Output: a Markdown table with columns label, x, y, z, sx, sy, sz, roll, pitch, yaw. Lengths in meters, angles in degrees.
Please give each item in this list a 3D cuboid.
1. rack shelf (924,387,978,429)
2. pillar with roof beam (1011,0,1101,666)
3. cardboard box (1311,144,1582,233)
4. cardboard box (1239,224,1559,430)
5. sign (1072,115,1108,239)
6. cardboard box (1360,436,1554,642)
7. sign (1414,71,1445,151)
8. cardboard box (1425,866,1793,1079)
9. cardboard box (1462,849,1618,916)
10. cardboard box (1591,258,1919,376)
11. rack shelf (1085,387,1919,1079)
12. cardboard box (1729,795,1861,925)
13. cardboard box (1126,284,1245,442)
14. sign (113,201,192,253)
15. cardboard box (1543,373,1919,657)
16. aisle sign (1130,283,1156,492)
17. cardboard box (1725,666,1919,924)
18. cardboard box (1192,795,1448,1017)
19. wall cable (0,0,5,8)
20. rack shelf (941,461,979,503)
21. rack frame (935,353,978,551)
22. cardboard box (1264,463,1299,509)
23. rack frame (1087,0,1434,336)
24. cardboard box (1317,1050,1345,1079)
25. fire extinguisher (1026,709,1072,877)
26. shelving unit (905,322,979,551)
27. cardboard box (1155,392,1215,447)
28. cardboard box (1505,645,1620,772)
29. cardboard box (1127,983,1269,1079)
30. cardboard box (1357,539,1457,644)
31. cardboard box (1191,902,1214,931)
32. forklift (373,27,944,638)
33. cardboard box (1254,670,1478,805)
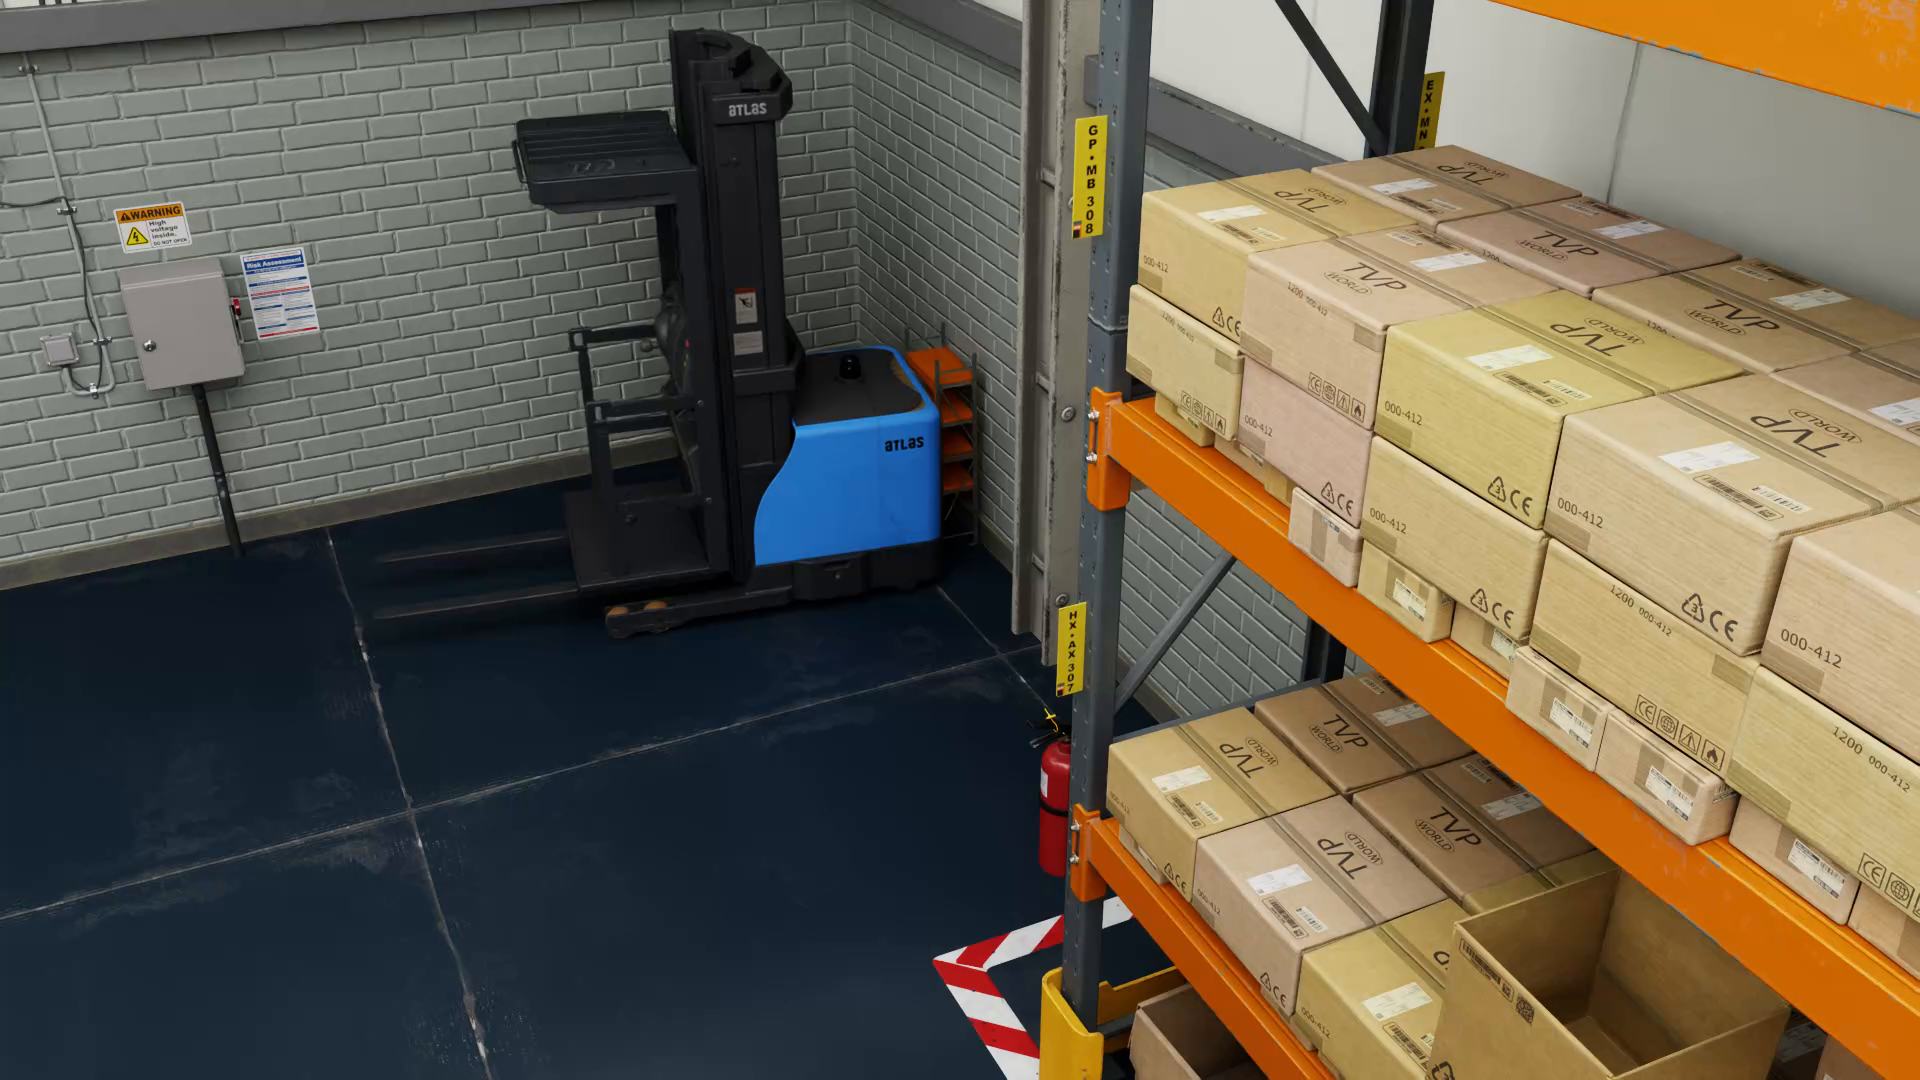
| label | x | y | z | sx | sy | sz | roll | pitch | yaw |
| --- | --- | --- | --- | --- | --- | --- | --- | --- | --- |
| rack shelf | -0.105 | -0.727 | 9.497 | 0.258 | 0.148 | 0.480 | -11 | 31 | -18 |
| pillar with roof beam | -3.392 | -2.487 | 4.984 | 9.100 | 9.000 | 0.400 | -13 | 32 | -22 |
| cardboard box | 1.283 | -0.847 | 4.464 | 0.500 | 0.250 | 0.500 | -14 | 32 | -23 |
| cardboard box | 1.005 | -0.507 | 3.858 | 0.500 | 0.250 | 0.500 | -13 | 32 | -22 |
| sign | 0.350 | -0.969 | 4.451 | 0.100 | 0.325 | 0.005 | -13 | 32 | -22 |
| cardboard box | 1.229 | -0.064 | 3.580 | 0.500 | 0.250 | 0.500 | -14 | 32 | -23 |
| sign | 1.349 | -1.196 | 4.843 | 0.100 | 0.325 | 0.005 | -13 | 32 | -22 |
| cardboard box | 1.435 | 1.135 | 3.742 | 0.500 | 0.500 | 0.500 | -12 | 32 | -21 |
| cardboard box | 1.705 | 1.137 | 4.504 | 0.500 | 0.250 | 0.500 | -12 | 31 | -20 |
| cardboard box | 1.736 | -0.391 | 3.652 | 0.500 | 0.250 | 0.500 | -13 | 32 | -21 |
| rack shelf | 1.698 | 0.495 | 3.468 | 1.077 | 0.370 | 4.000 | -13 | 32 | -22 |
| cardboard box | 1.623 | 0.505 | 2.973 | 0.380 | 0.149 | 0.250 | -13 | 32 | -21 |
| cardboard box | 0.783 | -0.513 | 4.380 | 0.500 | 0.250 | 0.500 | -13 | 32 | -23 |
| sign | -4.263 | -1.652 | 8.785 | 0.339 | 0.242 | 0.001 | -13 | 32 | -22 |
| cardboard box | 1.461 | -0.065 | 3.070 | 0.500 | 0.250 | 0.500 | -12 | 32 | -21 |
| aisle sign | 0.545 | -0.496 | 4.910 | 0.394 | 0.787 | 0.004 | -13 | 32 | -22 |
| cardboard box | 1.681 | 0.384 | 2.781 | 0.500 | 0.250 | 0.500 | -12 | 32 | -21 |
| cardboard box | 1.008 | 1.022 | 4.710 | 0.500 | 0.250 | 0.500 | -13 | 32 | -21 |
| wall cable | -5.658 | -3.577 | 6.928 | 2.355 | 3.000 | 0.029 | -13 | 32 | -22 |
| rack shelf | -0.099 | -0.360 | 9.705 | 0.258 | 0.148 | 0.480 | -11 | 31 | -18 |
| rack frame | -0.015 | -0.480 | 9.376 | 0.240 | 1.200 | 0.015 | -11 | 31 | -18 |
| cardboard box | 0.997 | -0.175 | 4.186 | 0.380 | 0.149 | 0.250 | -13 | 32 | -22 |
| rack frame | 0.840 | -2.010 | 4.134 | 1.000 | 3.000 | 0.127 | -13 | 32 | -22 |
| cardboard box | 1.200 | 1.371 | 4.495 | 0.380 | 0.149 | 0.250 | -13 | 32 | -21 |
| fire extinguisher | 0.359 | 0.835 | 5.655 | 0.296 | 0.674 | 0.183 | -13 | 32 | -22 |
| shelving unit | -0.103 | -0.591 | 9.574 | 0.258 | 1.200 | 0.503 | -11 | 31 | -18 |
| cardboard box | 0.766 | -0.403 | 4.591 | 0.380 | 0.149 | 0.250 | -12 | 32 | -21 |
| cardboard box | 1.337 | 0.295 | 3.347 | 0.380 | 0.149 | 0.250 | -13 | 32 | -22 |
| cardboard box | 1.017 | 1.802 | 5.592 | 0.797 | 0.503 | 0.637 | -14 | 32 | -24 |
| cardboard box | 1.130 | 0.070 | 3.748 | 0.380 | 0.149 | 0.250 | -13 | 32 | -22 |
| cardboard box | 0.884 | 1.021 | 5.118 | 0.380 | 0.149 | 0.250 | -12 | 32 | -21 |
| forklift | -1.668 | -1.046 | 8.618 | 3.031 | 2.935 | 1.130 | -8 | 30 | -14 |
| cardboard box | 1.277 | 0.690 | 5.303 | 0.500 | 0.250 | 0.500 | -12 | 31 | -21 |
